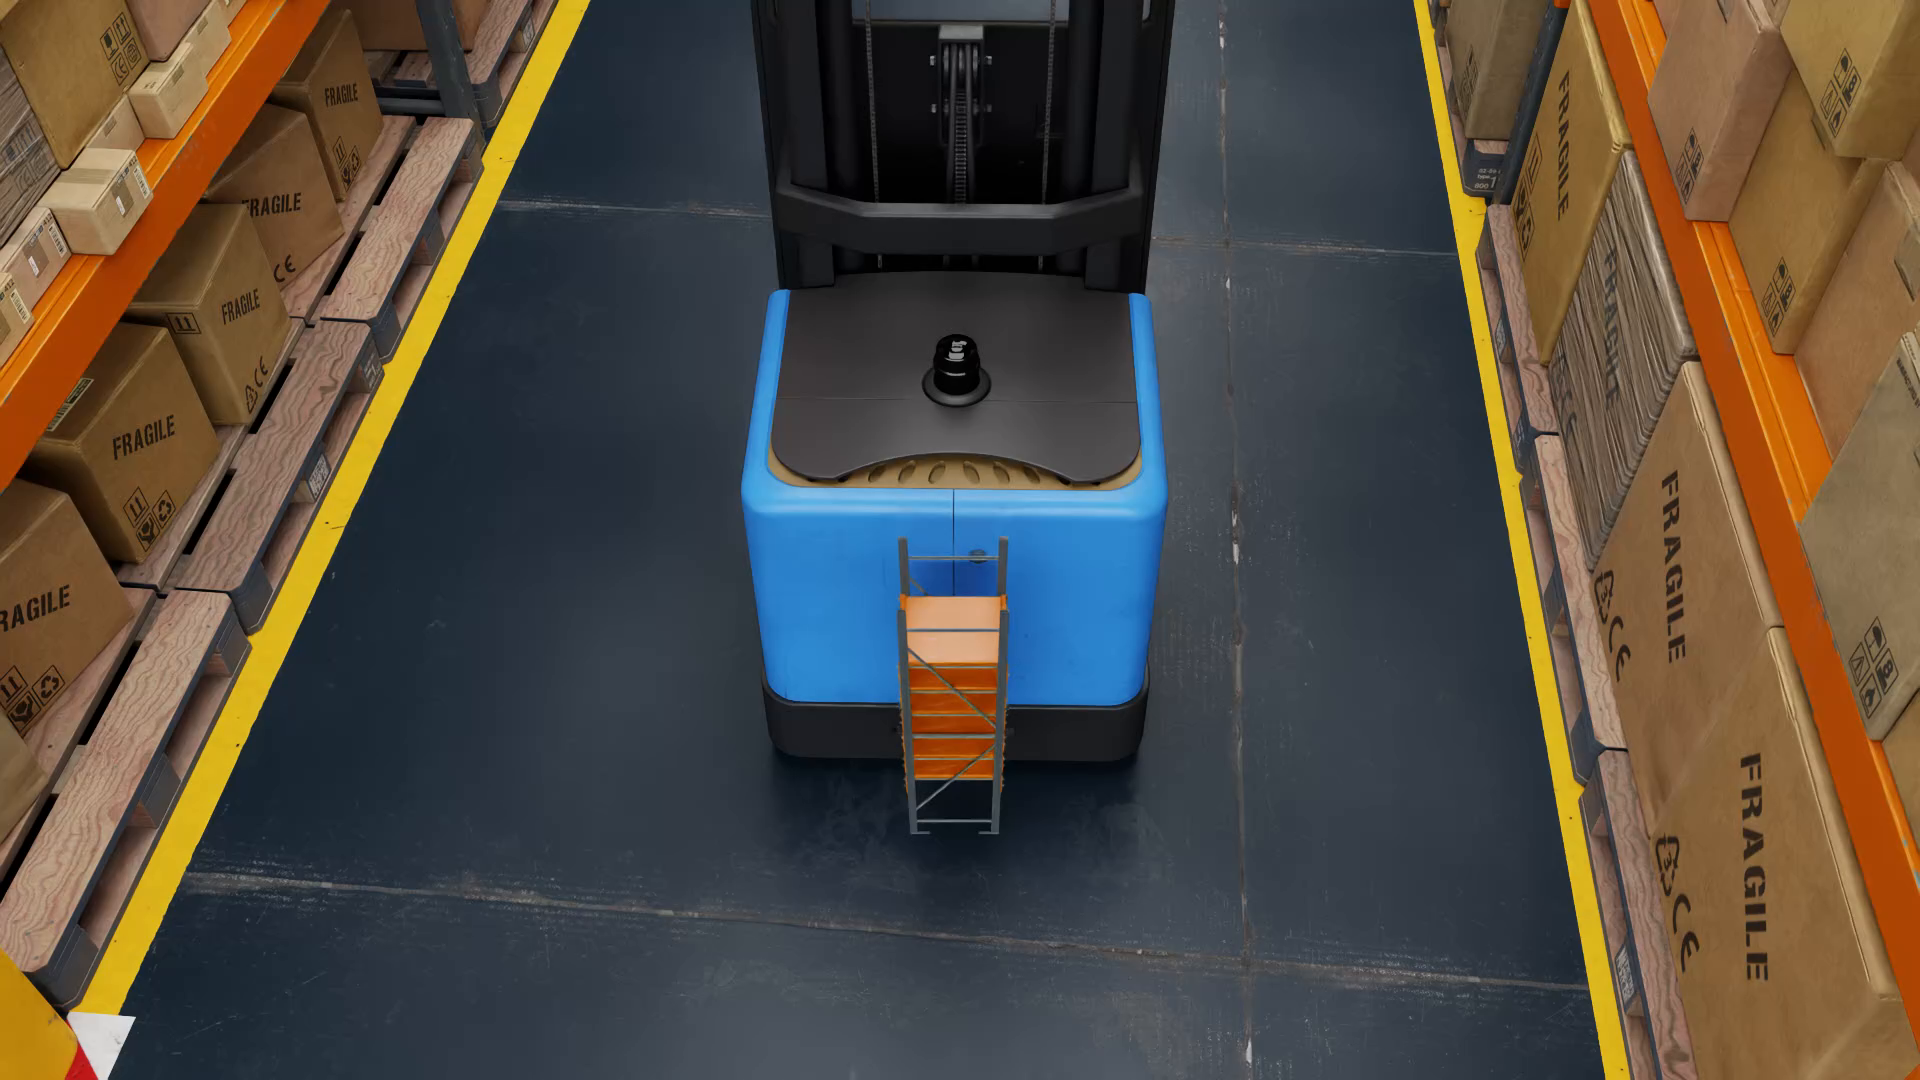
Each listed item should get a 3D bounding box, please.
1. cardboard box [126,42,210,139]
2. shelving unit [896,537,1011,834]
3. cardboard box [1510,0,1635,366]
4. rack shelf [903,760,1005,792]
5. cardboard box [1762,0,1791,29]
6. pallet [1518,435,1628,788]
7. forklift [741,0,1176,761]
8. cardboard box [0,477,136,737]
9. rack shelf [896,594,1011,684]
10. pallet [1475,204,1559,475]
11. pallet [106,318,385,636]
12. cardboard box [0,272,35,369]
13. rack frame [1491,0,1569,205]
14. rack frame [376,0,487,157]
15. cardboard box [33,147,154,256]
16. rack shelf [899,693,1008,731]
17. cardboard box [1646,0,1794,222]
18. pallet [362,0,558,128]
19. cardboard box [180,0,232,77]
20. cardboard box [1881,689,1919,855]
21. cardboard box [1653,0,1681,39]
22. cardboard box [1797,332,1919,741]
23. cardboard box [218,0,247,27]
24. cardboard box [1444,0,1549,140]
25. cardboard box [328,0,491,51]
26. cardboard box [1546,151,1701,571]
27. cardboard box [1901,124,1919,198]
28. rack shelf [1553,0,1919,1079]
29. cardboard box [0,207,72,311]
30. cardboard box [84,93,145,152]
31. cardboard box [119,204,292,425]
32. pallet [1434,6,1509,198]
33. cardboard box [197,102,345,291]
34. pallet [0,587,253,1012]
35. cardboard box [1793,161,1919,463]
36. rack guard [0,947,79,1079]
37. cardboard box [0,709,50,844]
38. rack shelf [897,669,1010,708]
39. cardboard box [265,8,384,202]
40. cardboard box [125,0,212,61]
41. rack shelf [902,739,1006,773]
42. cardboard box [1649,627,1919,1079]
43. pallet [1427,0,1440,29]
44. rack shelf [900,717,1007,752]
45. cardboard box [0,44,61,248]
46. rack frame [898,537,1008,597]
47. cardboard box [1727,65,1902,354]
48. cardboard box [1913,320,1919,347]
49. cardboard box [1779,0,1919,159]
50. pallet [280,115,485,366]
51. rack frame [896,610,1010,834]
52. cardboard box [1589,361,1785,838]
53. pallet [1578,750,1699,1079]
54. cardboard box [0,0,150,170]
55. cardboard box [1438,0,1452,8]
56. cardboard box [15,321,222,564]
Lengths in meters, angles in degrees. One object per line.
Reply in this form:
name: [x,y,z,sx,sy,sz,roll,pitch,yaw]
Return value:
cardboard box: [-2.289,-1.228,4.510,0.380,0.149,0.250,4,48,4]
shelving unit: [-0.015,0.396,4.064,0.258,1.200,0.189,0,57,0]
cardboard box: [2.393,-1.151,5.425,0.875,0.875,0.875,5,48,4]
rack shelf: [-0.015,0.550,4.304,0.258,0.103,0.180,0,57,0]
cardboard box: [2.331,-1.531,3.784,0.875,0.550,0.550,4,48,4]
pallet: [2.264,0.210,4.915,1.003,0.211,1.213,4,48,4]
forklift: [0.011,-1.451,4.591,1.130,2.935,3.031,1,48,1]
cardboard box: [-2.681,0.150,4.489,0.500,0.500,0.500,15,49,14]
rack shelf: [-0.015,0.226,3.798,0.258,0.103,0.180,0,57,0]
pallet: [2.373,-0.689,5.737,1.003,0.211,1.213,4,48,4]
pallet: [-2.545,-0.256,5.341,1.003,0.211,1.213,4,48,4]
cardboard box: [-2.400,-0.494,3.840,0.380,0.149,0.250,4,48,4]
rack frame: [2.520,-2.184,5.215,1.000,3.000,0.127,4,48,4]
rack frame: [-2.410,-2.592,5.588,1.000,3.000,0.127,4,48,4]
cardboard box: [-2.278,-0.857,4.171,0.380,0.149,0.250,4,48,4]
rack shelf: [-0.015,0.355,4.000,0.258,0.103,0.180,0,57,0]
cardboard box: [2.304,-1.168,4.184,0.875,0.550,0.550,4,48,4]
pallet: [-2.341,-2.223,7.140,1.003,0.211,1.213,4,48,4]
cardboard box: [-2.301,-1.414,4.681,0.380,0.149,0.250,4,48,4]
cardboard box: [2.144,0.429,2.723,0.875,0.550,0.550,4,48,4]
cardboard box: [2.470,-1.557,4.540,0.875,0.550,0.550,4,48,4]
cardboard box: [2.172,0.024,3.094,0.875,0.550,0.550,4,48,4]
cardboard box: [-2.318,-1.600,4.851,0.380,0.149,0.250,4,48,4]
cardboard box: [2.487,-2.029,6.313,1.050,0.750,0.750,4,48,3]
cardboard box: [-2.333,-2.346,6.759,0.700,0.500,0.500,1,48,1]
cardboard box: [2.314,-0.488,4.819,0.875,0.875,0.875,4,48,4]
cardboard box: [2.372,-0.742,3.063,0.875,0.550,0.550,4,48,4]
rack shelf: [2.337,-0.471,4.136,1.077,0.370,4.000,4,48,4]
cardboard box: [-2.404,-0.680,4.009,0.380,0.149,0.250,4,48,4]
cardboard box: [-2.388,-1.049,4.347,0.380,0.149,0.250,4,48,4]
cardboard box: [-2.510,-0.716,5.281,0.500,0.500,0.500,0,48,0]
pallet: [2.515,-1.815,6.767,1.003,0.211,1.213,4,48,4]
cardboard box: [-2.531,-1.177,5.703,0.500,0.500,0.500,18,50,16]
pallet: [-2.659,0.638,4.523,1.003,0.211,1.213,4,48,4]
cardboard box: [2.348,-0.380,3.463,0.875,0.550,0.550,4,48,4]
rack guard: [-2.768,1.135,3.873,1.175,0.500,0.348,4,48,4]
cardboard box: [-2.701,0.592,4.085,0.500,0.500,0.500,12,49,11]
rack shelf: [-0.015,0.291,3.899,0.258,0.103,0.180,0,57,0]
cardboard box: [-2.487,-1.599,6.089,0.500,0.500,0.500,3,48,2]
cardboard box: [-2.539,-1.660,4.466,0.875,0.500,0.500,4,48,4]
rack shelf: [-0.015,0.485,4.203,0.258,0.103,0.180,0,57,0]
cardboard box: [2.151,0.828,3.615,0.875,0.875,0.875,4,48,4]
pallet: [2.624,-2.714,7.589,1.003,0.211,1.213,4,48,4]
rack shelf: [-0.015,0.420,4.102,0.258,0.103,0.180,0,57,0]
cardboard box: [-2.683,-0.929,3.797,0.875,0.500,0.500,4,48,4]
rack frame: [-0.015,0.319,4.113,0.240,1.200,0.006,0,57,0]
cardboard box: [2.355,-0.772,3.821,0.875,0.550,0.500,4,48,4]
cardboard box: [2.186,-0.340,2.695,0.875,0.550,0.550,4,48,4]
cardboard box: [2.291,-1.141,3.427,0.875,0.550,0.500,4,48,4]
pallet: [-2.436,-1.155,6.163,1.003,0.211,1.213,4,48,4]
rack frame: [-0.015,0.473,4.015,0.240,1.200,0.006,0,57,0]
cardboard box: [2.229,0.181,4.207,0.875,0.875,0.875,3,48,3]
pallet: [2.150,1.104,4.097,1.003,0.211,1.213,4,48,4]
cardboard box: [-2.626,-1.295,4.133,0.875,0.500,0.500,4,48,4]
cardboard box: [2.578,-2.737,6.961,1.050,0.750,0.750,4,48,4]
cardboard box: [-2.605,-0.309,4.909,0.500,0.500,0.500,8,48,7]
